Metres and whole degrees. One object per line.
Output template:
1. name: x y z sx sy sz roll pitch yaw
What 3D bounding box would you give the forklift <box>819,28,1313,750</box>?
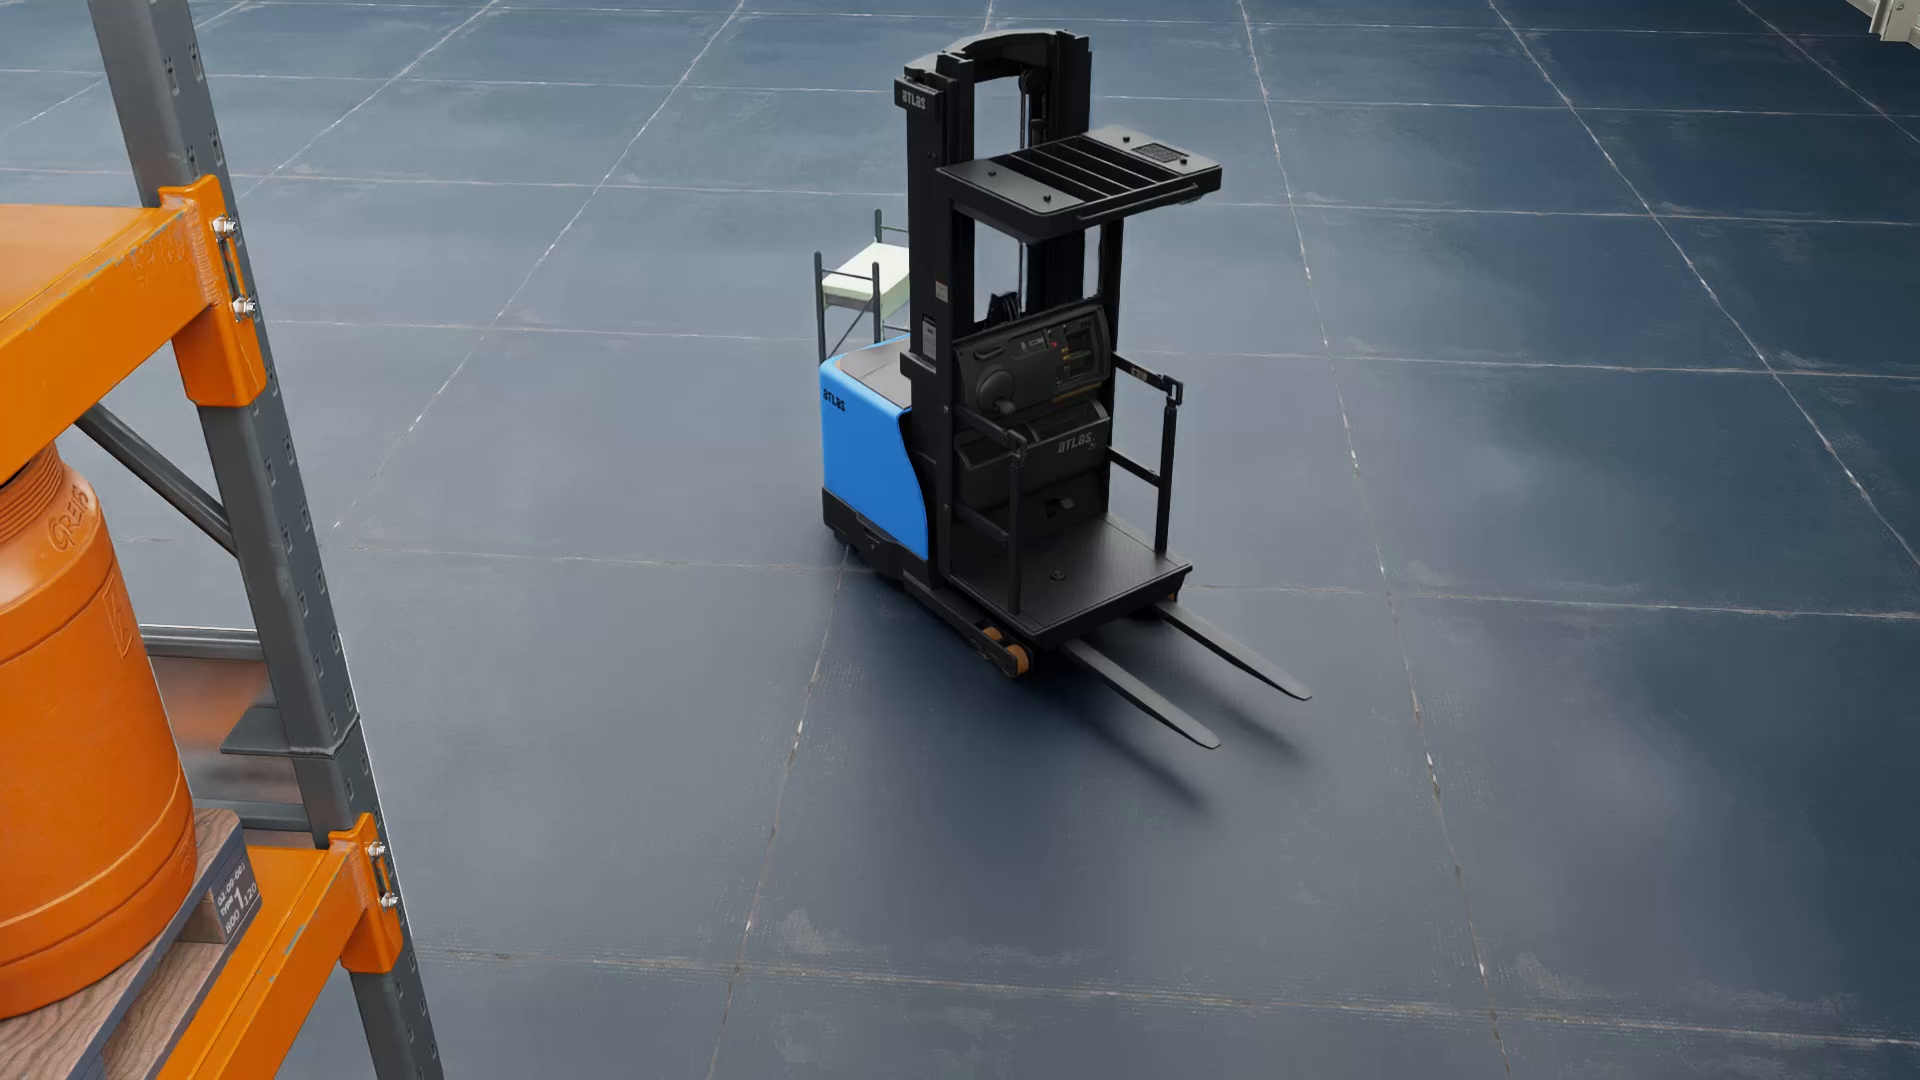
1. forklift: 0.501 -0.846 8.109 1.130 2.935 3.031 -22 38 -31

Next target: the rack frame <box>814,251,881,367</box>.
1. rack frame: -0.630 -0.929 9.608 0.400 1.500 0.023 14 34 21

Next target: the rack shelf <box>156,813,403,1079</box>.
1. rack shelf: -1.837 1.713 1.719 1.077 0.370 4.000 2 32 4

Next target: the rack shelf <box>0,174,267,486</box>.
1. rack shelf: -1.837 0.606 1.037 1.077 0.370 4.000 2 32 4

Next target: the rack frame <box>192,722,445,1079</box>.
1. rack frame: -1.674 1.637 4.014 1.000 3.000 0.127 2 32 4

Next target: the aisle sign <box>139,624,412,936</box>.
1. aisle sign: -1.372 0.506 3.373 0.394 0.787 0.004 2 32 4

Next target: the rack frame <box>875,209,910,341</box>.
1. rack frame: -0.320 -1.277 10.173 0.400 1.500 0.023 14 34 21

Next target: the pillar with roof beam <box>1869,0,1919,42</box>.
1. pillar with roof beam: 6.180 -9.686 16.671 9.100 9.000 0.400 2 32 4

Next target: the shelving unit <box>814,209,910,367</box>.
1. shelving unit: -0.475 -1.103 9.890 0.431 1.500 0.755 14 34 21

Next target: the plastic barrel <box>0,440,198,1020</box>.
1. plastic barrel: -1.587 0.258 2.583 0.600 0.830 0.708 2 32 4

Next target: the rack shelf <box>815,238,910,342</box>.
1. rack shelf: -0.475 -1.435 9.686 0.431 0.370 0.720 14 34 21

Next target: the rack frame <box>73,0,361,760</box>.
1. rack frame: -1.674 -0.917 2.440 1.000 3.000 0.127 2 32 4

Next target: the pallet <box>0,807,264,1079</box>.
1. pallet: -1.839 0.869 2.582 1.003 0.211 1.213 2 32 4
